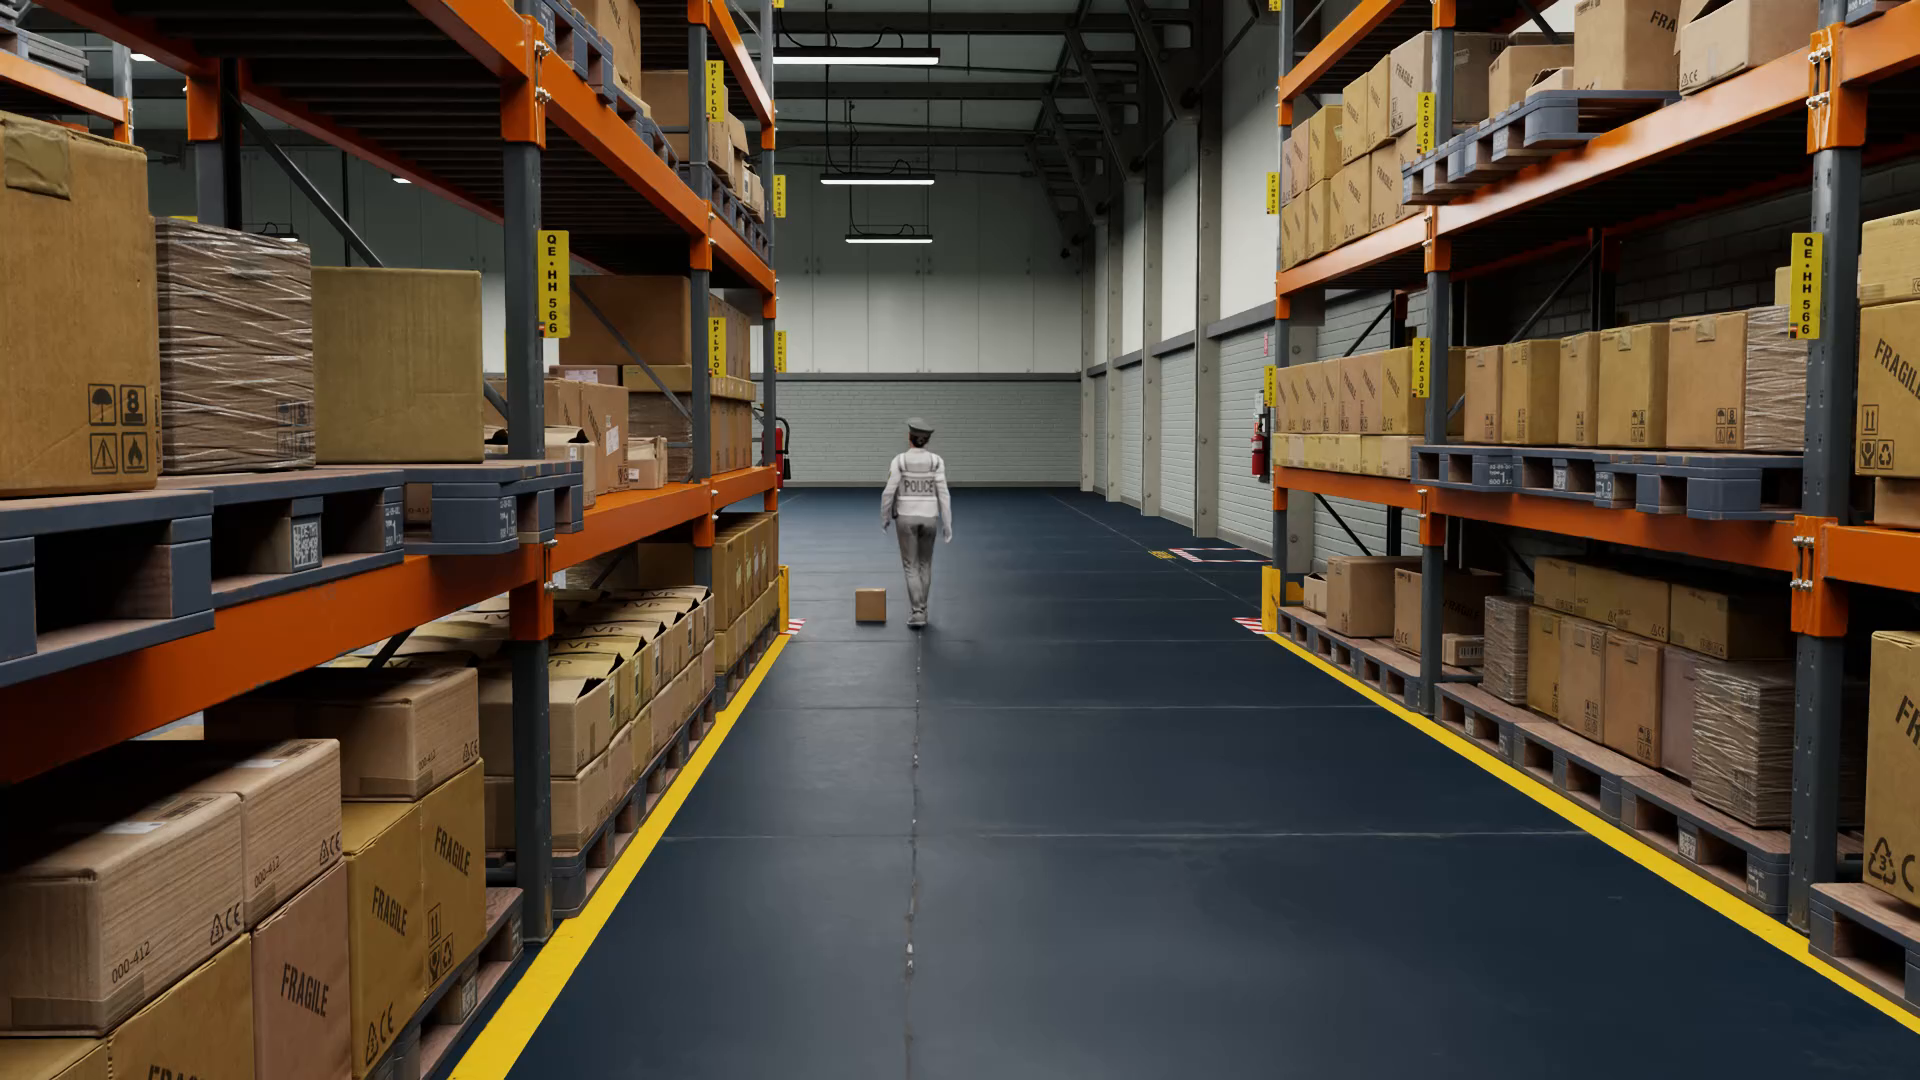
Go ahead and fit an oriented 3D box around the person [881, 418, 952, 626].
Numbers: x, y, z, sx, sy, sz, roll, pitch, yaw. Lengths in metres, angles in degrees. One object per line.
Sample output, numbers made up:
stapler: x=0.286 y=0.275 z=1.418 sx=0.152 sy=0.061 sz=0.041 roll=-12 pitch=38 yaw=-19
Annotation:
person: x=-0.398 y=-0.144 z=13.480 sx=0.540 sy=1.692 sz=0.669 roll=-1 pitch=4 yaw=-19
